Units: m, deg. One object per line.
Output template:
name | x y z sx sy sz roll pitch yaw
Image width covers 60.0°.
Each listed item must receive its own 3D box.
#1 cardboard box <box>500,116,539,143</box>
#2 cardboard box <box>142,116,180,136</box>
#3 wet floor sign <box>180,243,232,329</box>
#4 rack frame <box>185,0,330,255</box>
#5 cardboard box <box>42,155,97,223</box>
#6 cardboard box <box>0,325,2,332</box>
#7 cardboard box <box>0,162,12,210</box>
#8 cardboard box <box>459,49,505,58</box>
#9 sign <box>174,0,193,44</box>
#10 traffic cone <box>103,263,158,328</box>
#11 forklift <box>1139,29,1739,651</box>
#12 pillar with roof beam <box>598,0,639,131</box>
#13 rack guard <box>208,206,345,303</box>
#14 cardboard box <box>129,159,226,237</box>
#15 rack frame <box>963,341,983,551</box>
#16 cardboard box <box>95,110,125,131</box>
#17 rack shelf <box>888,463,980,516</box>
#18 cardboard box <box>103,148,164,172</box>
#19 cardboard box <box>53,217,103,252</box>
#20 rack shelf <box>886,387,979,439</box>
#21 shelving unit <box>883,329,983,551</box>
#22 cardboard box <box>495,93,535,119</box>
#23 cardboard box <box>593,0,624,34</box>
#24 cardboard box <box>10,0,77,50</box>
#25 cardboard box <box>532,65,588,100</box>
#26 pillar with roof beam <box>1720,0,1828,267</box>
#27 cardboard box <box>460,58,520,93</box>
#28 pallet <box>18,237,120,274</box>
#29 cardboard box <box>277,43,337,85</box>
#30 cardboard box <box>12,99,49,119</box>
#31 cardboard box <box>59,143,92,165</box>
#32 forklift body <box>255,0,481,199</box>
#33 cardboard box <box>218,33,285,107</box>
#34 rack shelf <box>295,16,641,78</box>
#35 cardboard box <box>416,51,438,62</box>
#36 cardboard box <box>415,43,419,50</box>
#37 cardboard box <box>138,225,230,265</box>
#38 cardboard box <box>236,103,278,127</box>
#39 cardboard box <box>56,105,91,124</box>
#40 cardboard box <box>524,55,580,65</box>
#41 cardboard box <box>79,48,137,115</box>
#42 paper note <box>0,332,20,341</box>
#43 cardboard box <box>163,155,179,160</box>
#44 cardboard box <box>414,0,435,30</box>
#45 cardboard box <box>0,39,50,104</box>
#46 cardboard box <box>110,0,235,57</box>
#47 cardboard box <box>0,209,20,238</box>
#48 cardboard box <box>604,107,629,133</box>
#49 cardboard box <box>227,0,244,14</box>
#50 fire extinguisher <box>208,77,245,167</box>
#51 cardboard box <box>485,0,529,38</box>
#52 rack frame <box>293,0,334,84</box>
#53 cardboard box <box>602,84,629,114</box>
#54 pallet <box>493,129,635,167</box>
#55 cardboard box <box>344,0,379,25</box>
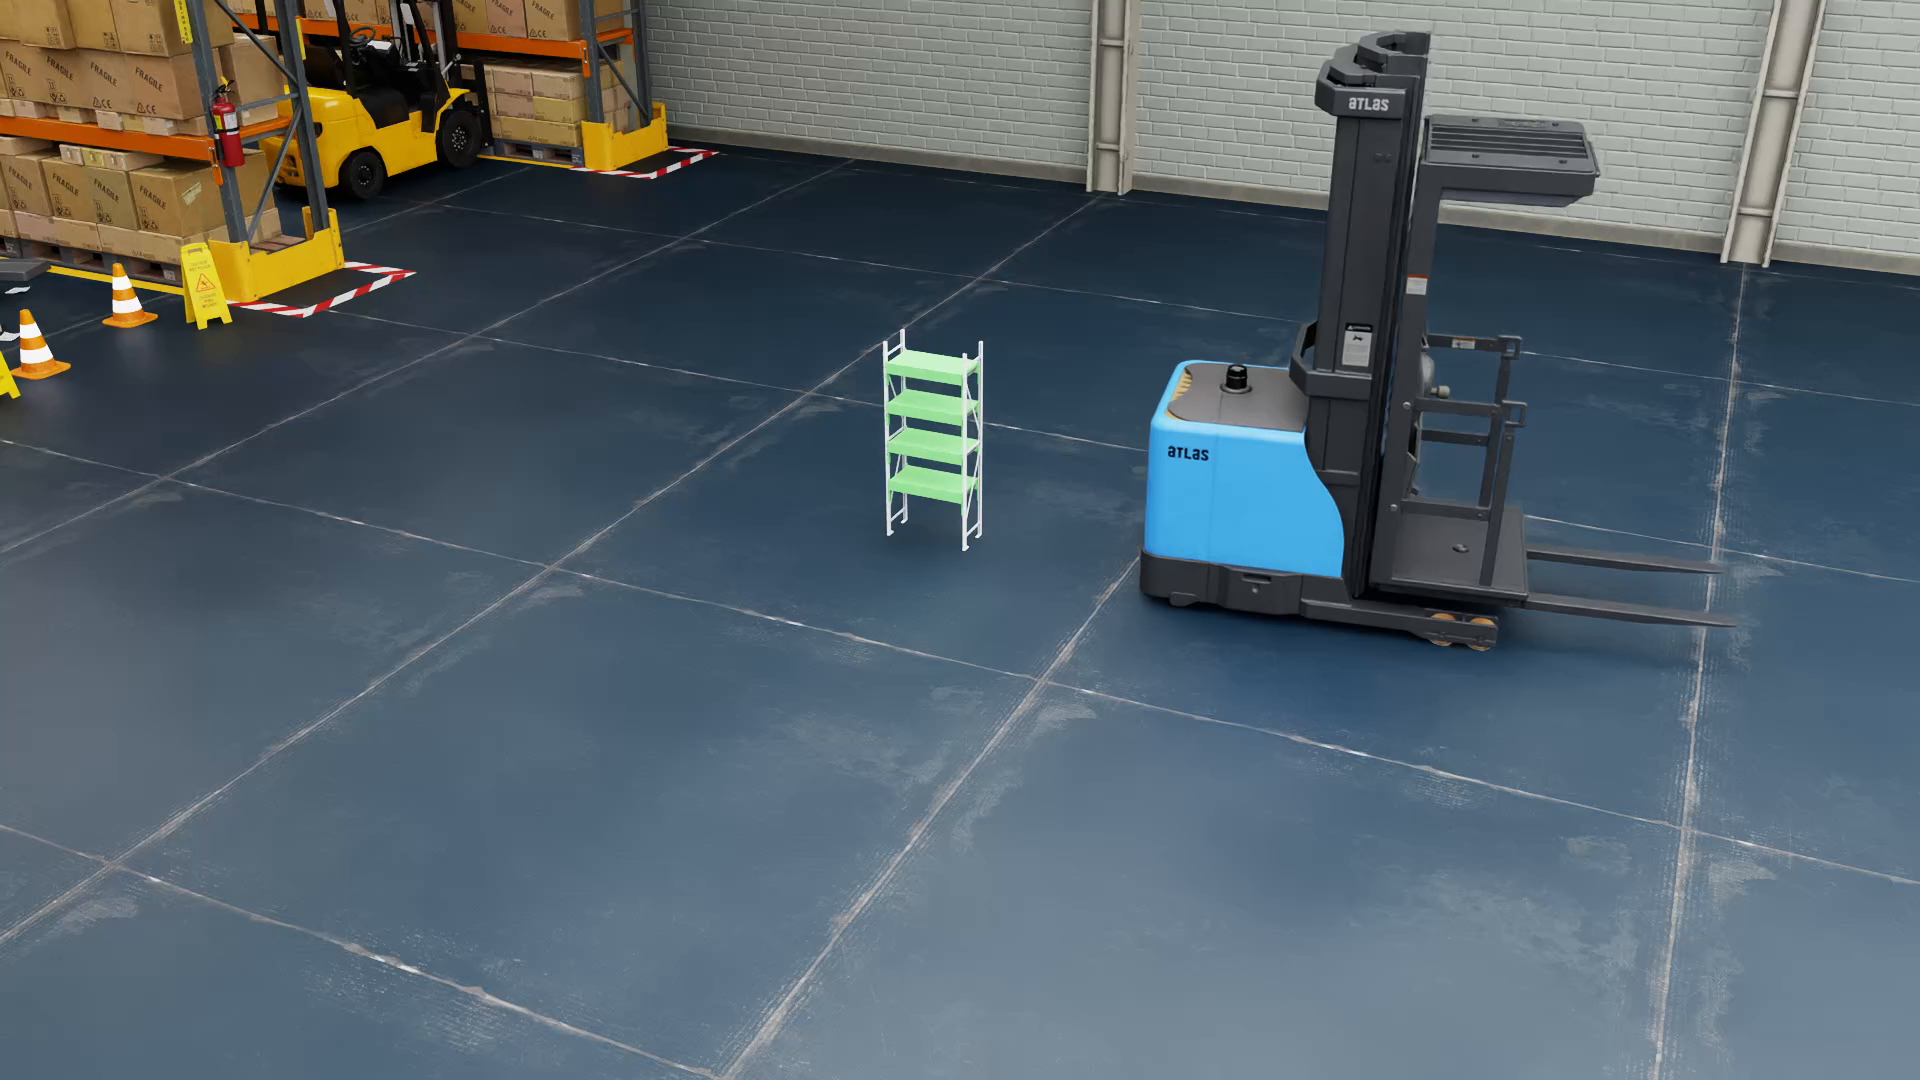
cardboard box | -4.679 -4.552 18.238 0.500 0.250 0.500 11 28 22
cardboard box | -6.429 -3.419 13.582 0.250 0.149 0.380 11 28 21
wet floor sign | -5.993 -2.026 13.135 0.232 0.644 0.267 23 35 39
rack frame | -5.723 -3.547 13.559 0.127 3.000 1.000 11 28 22
cardboard box | -7.493 -3.069 14.377 0.500 0.500 0.500 11 28 21
cardboard box | -7.752 -1.696 13.026 0.380 0.149 0.250 -18 31 -31
cardboard box | -8.447 -3.260 14.765 0.500 0.500 0.500 13 29 24
cardboard box | -5.402 -5.393 18.814 0.500 0.250 0.500 11 28 21
sign | -5.971 -3.989 12.788 0.005 0.325 0.100 11 28 22
traffic cone | -6.649 -1.969 13.226 0.334 0.463 0.336 11 28 22
forklift | 2.552 -1.004 8.472 3.031 2.935 1.130 7 27 14
pillar with roof beam | -5.715 -6.994 13.768 0.400 9.000 9.100 11 28 22
rack guard | -5.792 -2.440 14.140 0.348 0.500 1.175 11 28 22
cardboard box | -6.560 -2.880 13.993 0.500 0.500 0.500 12 28 22
rack frame | 0.071 -0.524 9.456 0.015 1.200 0.240 11 28 22
cardboard box | -6.900 -3.509 13.766 0.250 0.149 0.380 12 29 23
rack shelf | -0.151 -0.296 9.681 0.480 0.148 0.258 11 28 22
cardboard box | -6.922 -3.211 13.931 0.250 0.149 0.380 12 29 23
cardboard box | -7.517 -2.733 14.543 0.500 0.250 0.500 10 28 20
rack shelf | -0.151 -0.727 9.469 0.480 0.148 0.258 11 28 22
shelving unit | -0.151 -0.569 9.546 0.503 1.200 0.258 11 28 22
cardboard box | -4.696 -4.782 18.139 0.500 0.250 0.500 11 28 21
cardboard box | -4.008 -5.791 18.003 0.500 0.500 0.500 12 29 23
cardboard box | -7.243 -4.327 13.562 0.500 0.500 0.700 11 28 21
cardboard box | -4.220 -4.906 17.825 0.500 0.250 0.500 12 29 24
pillar with roof beam | 5.209 -4.800 9.312 0.400 9.000 9.100 11 28 22
cardboard box | -5.151 -5.085 18.189 0.500 0.250 0.500 12 29 22
pallet | -7.624 -2.697 14.988 1.213 0.211 1.003 11 28 22
cardboard box | -7.793 -5.489 19.716 0.625 0.625 0.875 13 29 24
cardboard box | -7.809 -3.707 14.168 0.250 0.149 0.380 11 28 22
cardboard box | -7.389 -3.308 14.126 0.250 0.149 0.380 13 29 24
forklift body | -6.153 -4.776 17.016 1.214 2.155 2.313 11 28 22
cardboard box | -6.040 -3.924 13.874 0.500 0.500 0.500 11 28 21
rack shelf | -5.492 -5.587 18.516 4.000 0.370 1.077 11 28 22
cardboard box | -6.084 -5.280 18.584 0.500 0.250 0.500 12 29 24
cardboard box | -6.318 -5.580 19.193 0.500 0.250 0.500 11 28 21
cardboard box | -6.592 -2.546 14.163 0.500 0.250 0.500 11 28 22
cardboard box | -5.947 -3.580 13.910 0.250 0.149 0.380 11 28 22
cardboard box | -7.345 -3.623 13.997 0.250 0.149 0.380 11 28 21
cardboard box | -4.487 -5.201 18.424 0.500 0.250 0.500 11 28 22
cardboard box | -6.785 -3.808 13.638 0.500 0.500 0.500 11 28 22
paper note | -7.408 -1.588 12.941 0.142 0.019 0.148 2 26 4
cardboard box | -6.843 -3.195 14.633 0.500 0.500 0.500 10 28 20
cardboard box | -5.626 -5.853 18.129 0.500 0.500 0.500 12 28 22
cardboard box | -7.693 -4.001 14.030 0.500 0.500 0.500 12 29 22
cardboard box | -6.279 -4.180 13.262 0.500 0.500 0.700 11 28 21
cardboard box | -8.448 -2.924 14.931 0.500 0.250 0.500 13 29 25
cardboard box | -4.038 -4.667 18.471 0.500 0.250 0.500 11 28 22
cardboard box | -8.340 -6.285 19.289 0.500 0.250 0.500 11 28 22
fire extinguisher | -5.810 -3.306 13.158 0.183 0.674 0.296 11 28 22
cardboard box | -4.697 -5.672 17.761 0.500 0.500 0.500 12 29 23
rack frame | -7.313 -6.275 19.100 0.127 3.000 1.000 11 28 22
cardboard box | -4.014 -4.893 18.363 0.500 0.250 0.500 12 29 23
pallet | -4.385 -4.416 18.480 1.213 0.211 1.003 11 28 22
cardboard box | -6.536 -6.045 18.520 0.500 0.500 0.500 12 29 23
